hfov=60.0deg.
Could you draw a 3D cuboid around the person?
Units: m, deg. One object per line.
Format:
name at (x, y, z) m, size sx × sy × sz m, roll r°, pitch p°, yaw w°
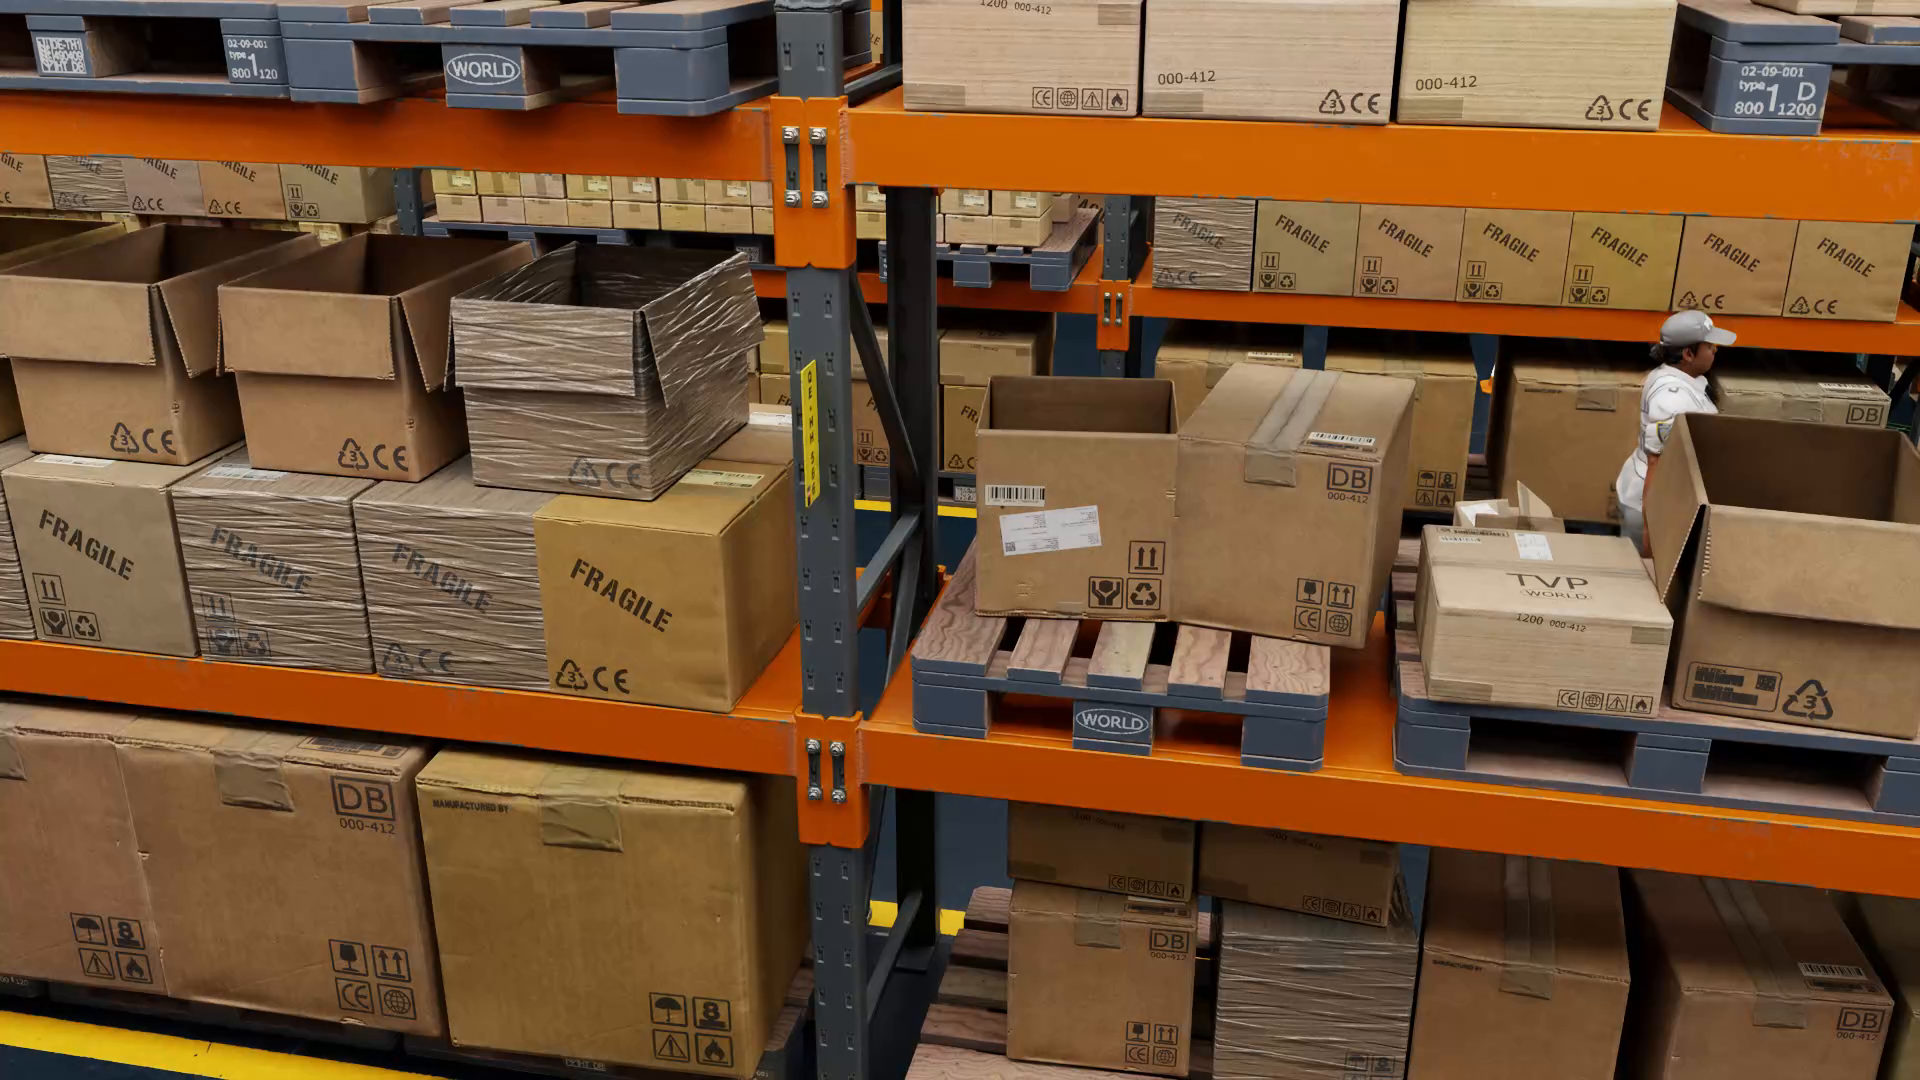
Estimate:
person at (2.927, -0.094, 6.849) m, size 0.496 × 1.730 × 0.512 m, roll 6°, pitch 23°, yaw 15°
